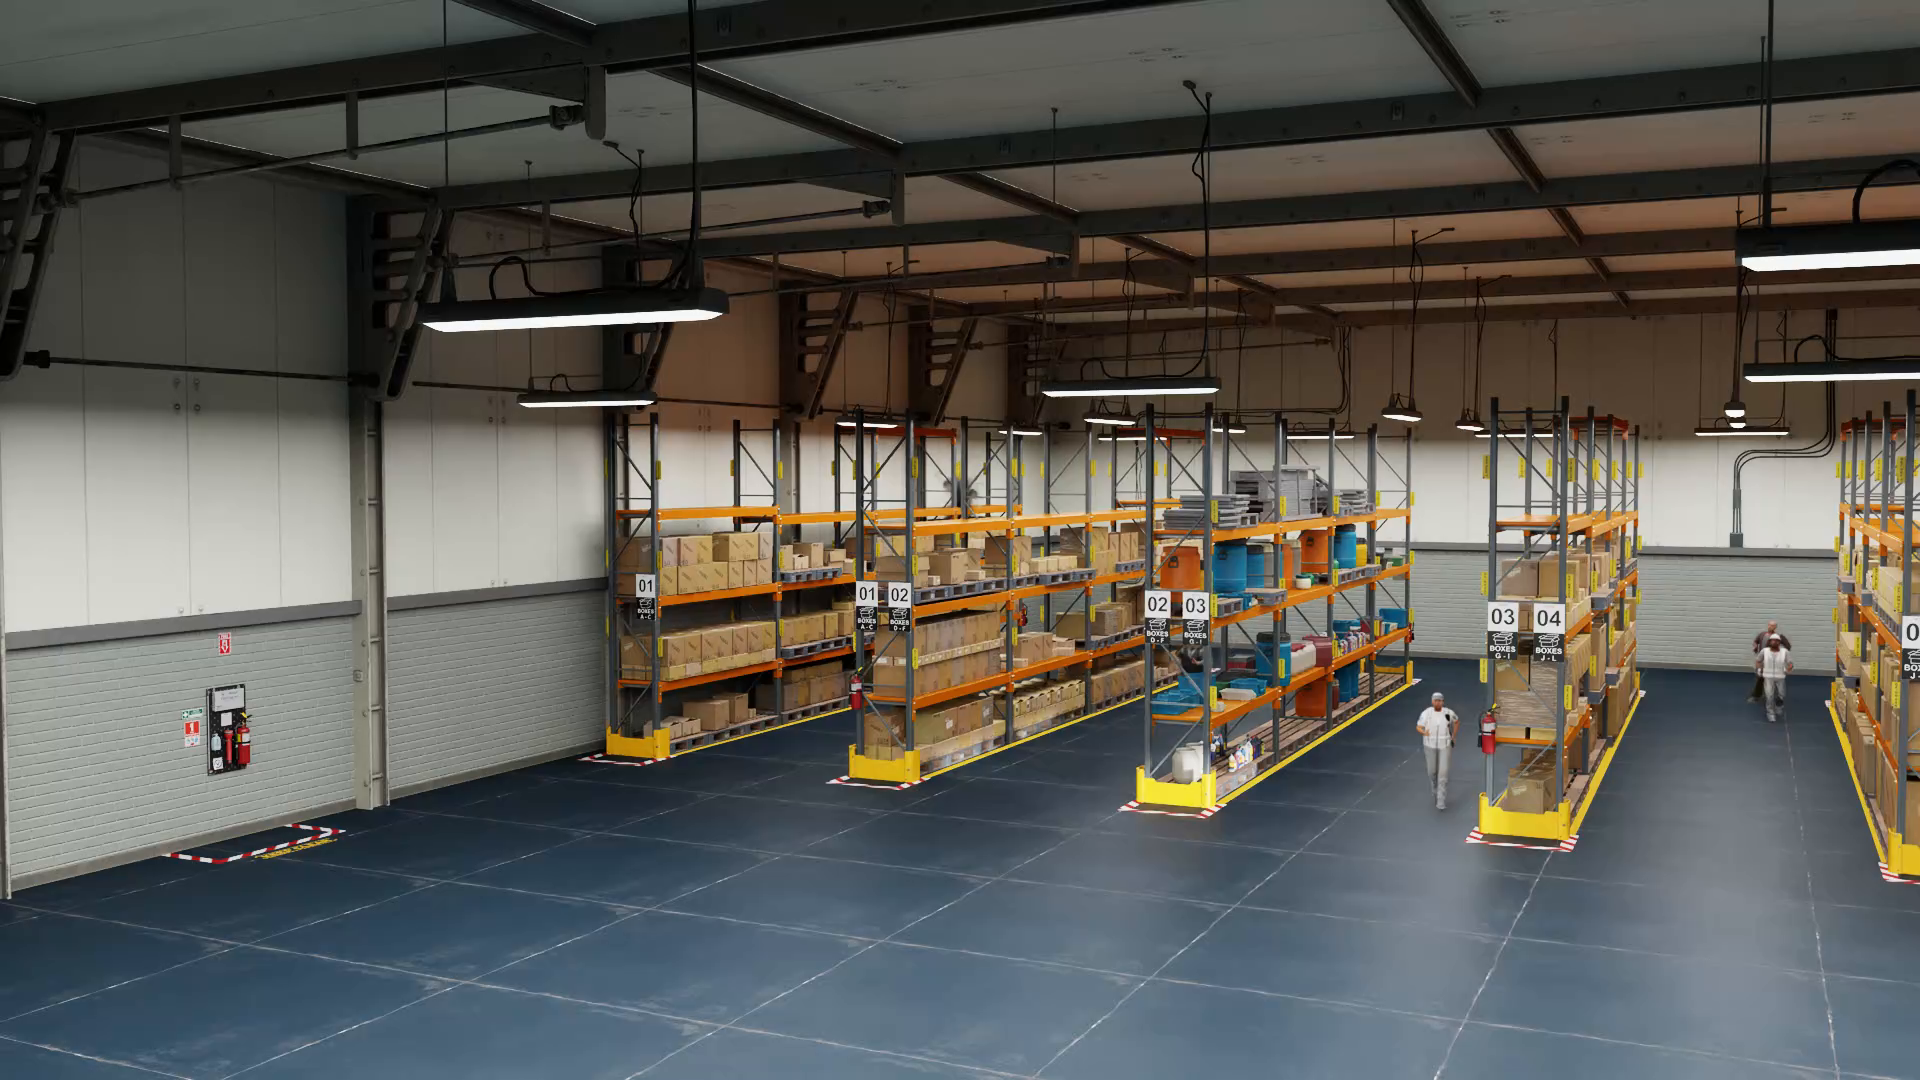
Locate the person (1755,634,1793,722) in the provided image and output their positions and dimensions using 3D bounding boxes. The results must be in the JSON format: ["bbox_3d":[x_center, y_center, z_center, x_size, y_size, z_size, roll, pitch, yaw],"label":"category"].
[{"bbox_3d":[16.196,2.741,33.094,0.690,1.740,0.755,1,3,25],"label":"person"}]

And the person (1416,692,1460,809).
[{"bbox_3d":[7.147,3.109,24.894,0.608,1.671,0.941,1,3,21],"label":"person"}]

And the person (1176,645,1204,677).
[{"bbox_3d":[4.601,2.727,33.008,0.653,1.709,0.968,1,2,13],"label":"person"}]

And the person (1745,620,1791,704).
[{"bbox_3d":[17.298,2.615,35.639,0.927,1.796,0.768,-1,3,-23],"label":"person"}]
